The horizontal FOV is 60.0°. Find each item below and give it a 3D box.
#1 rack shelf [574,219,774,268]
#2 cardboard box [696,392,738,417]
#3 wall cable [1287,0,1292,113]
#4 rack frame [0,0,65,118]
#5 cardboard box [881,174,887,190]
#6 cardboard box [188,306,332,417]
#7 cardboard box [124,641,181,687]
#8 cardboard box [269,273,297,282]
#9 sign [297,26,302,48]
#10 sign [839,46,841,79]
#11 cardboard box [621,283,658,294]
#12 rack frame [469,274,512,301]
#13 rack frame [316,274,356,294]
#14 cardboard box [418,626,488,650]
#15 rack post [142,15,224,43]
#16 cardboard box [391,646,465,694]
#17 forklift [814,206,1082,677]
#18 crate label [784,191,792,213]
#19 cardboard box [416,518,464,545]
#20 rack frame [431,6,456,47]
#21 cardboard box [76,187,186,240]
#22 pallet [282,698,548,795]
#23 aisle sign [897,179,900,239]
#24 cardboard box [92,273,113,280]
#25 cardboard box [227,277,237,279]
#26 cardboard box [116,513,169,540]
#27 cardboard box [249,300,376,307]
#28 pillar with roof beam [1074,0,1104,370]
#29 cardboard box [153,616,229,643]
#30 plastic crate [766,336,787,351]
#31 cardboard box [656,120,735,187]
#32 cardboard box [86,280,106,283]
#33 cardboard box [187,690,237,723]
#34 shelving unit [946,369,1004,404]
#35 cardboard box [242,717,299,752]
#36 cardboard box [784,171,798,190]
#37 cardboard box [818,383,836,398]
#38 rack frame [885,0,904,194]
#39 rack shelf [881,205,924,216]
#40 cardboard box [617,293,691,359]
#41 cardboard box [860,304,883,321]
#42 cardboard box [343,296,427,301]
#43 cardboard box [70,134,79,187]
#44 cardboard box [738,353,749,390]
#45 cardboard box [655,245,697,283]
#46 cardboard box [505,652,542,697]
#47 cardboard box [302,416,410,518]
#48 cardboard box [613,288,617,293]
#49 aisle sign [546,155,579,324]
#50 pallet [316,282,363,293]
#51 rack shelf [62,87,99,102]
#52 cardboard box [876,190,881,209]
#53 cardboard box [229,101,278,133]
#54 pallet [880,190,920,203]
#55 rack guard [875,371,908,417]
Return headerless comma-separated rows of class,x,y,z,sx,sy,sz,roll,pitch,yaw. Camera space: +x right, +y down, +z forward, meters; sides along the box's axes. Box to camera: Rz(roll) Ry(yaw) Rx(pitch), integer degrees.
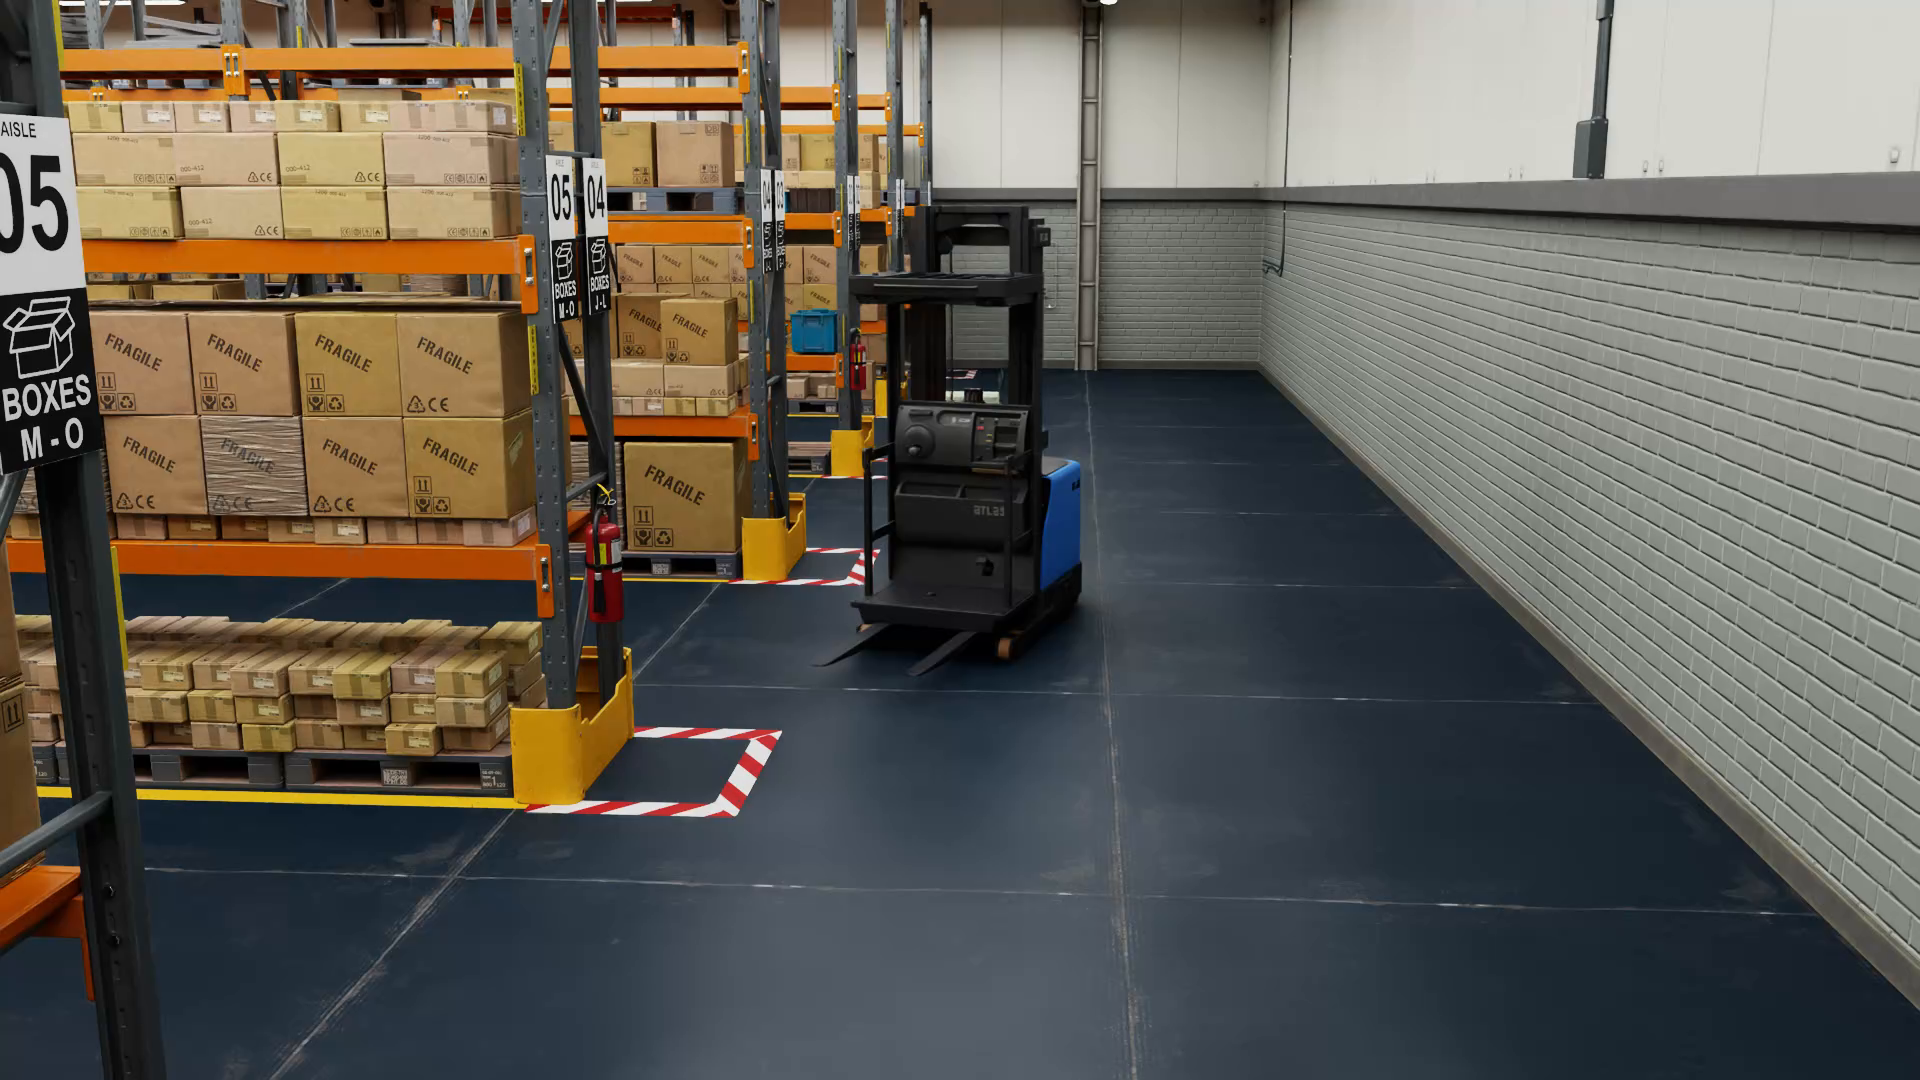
rack shelf,-3.546,-2.407,13.380,4.000,0.370,1.077,1,12,4
cardboard box,-1.927,-1.078,13.210,0.250,0.149,0.380,1,12,5
wall cable,4.882,-7.485,23.820,0.112,2.526,3.097,1,12,4
rack frame,-2.212,-2.175,3.190,0.127,3.000,1.000,1,12,4
cardboard box,-1.306,-5.904,27.439,0.500,0.250,0.500,1,12,5
cardboard box,-3.481,-0.903,8.347,0.500,0.500,0.500,1,12,7
cardboard box,-4.329,0.655,8.797,0.250,0.149,0.380,0,12,1
cardboard box,-11.468,-4.705,28.614,0.500,0.500,0.700,2,12,10
sign,-8.900,-6.754,22.412,0.005,0.325,0.100,1,12,4
sign,-1.240,-4.941,17.200,0.005,0.325,0.100,1,12,4
cardboard box,-4.385,-3.328,23.109,0.500,0.500,0.500,1,12,5
rack frame,-5.210,-2.330,18.581,0.127,3.000,1.000,1,12,4
rack frame,-8.867,-3.397,23.680,0.127,3.000,1.000,1,12,4
cardboard box,-2.766,0.591,9.099,0.250,0.149,0.380,1,12,5
rack post,-8.417,-5.583,18.220,0.986,0.289,0.624,1,12,4
cardboard box,-2.774,0.676,8.692,0.250,0.149,0.380,1,12,5
forklift,-0.062,-0.728,11.090,1.130,2.935,3.031,4,13,19
crate label,-2.118,-3.749,18.403,0.502,0.251,0.408,1,12,4
cardboard box,-2.572,-0.086,8.469,0.250,0.149,0.380,1,12,4
rack frame,-8.539,-7.345,27.904,0.127,3.000,1.000,1,12,4
cardboard box,-3.989,-1.617,8.212,0.500,0.250,0.500,1,12,6
pallet,-2.866,1.094,9.023,1.213,0.211,1.003,1,12,4
aisle sign,-0.837,-4.496,22.587,0.004,0.787,0.394,1,12,4
cardboard box,-14.542,-4.732,28.549,0.500,0.500,0.500,1,12,6
cardboard box,-12.985,-4.450,29.033,0.500,0.250,0.500,1,12,4
cardboard box,-4.125,-0.110,8.583,0.250,0.149,0.380,1,12,6
cardboard box,-3.434,-1.013,8.873,0.500,0.500,0.500,1,12,2
pillar with roof beam,1.907,-6.496,23.844,0.548,9.000,9.100,1,12,4
cardboard box,-4.295,0.547,9.312,0.250,0.149,0.380,0,12,2
plastic crate,-2.045,-2.150,18.217,0.243,0.136,0.396,1,12,4
cardboard box,-2.073,-3.031,13.093,0.500,0.500,0.700,0,12,0
cardboard box,-7.484,-1.882,13.746,0.637,0.503,0.797,1,12,6
cardboard box,-3.819,0.825,8.707,0.250,0.149,0.380,1,12,7
shelving unit,-0.007,-0.734,14.615,0.755,1.500,0.431,1,12,4
cardboard box,-3.549,0.978,8.703,0.250,0.149,0.380,0,12,1
cardboard box,-2.412,-4.896,22.667,0.500,0.250,0.500,1,12,4
cardboard box,-1.841,-2.097,23.311,0.250,0.166,0.380,1,12,4
rack frame,-0.884,-6.224,22.542,0.127,3.000,1.000,1,12,4
rack shelf,-2.553,-5.443,27.892,4.000,0.370,1.077,1,12,4
cardboard box,-2.510,-1.771,13.718,0.500,0.500,0.500,0,12,2
cardboard box,-1.349,-3.287,22.910,0.500,0.500,0.500,1,12,5
cardboard box,-4.590,-1.690,13.331,0.500,0.500,0.500,1,12,4
cardboard box,-4.511,-1.873,8.214,0.500,0.250,0.500,1,12,5
cardboard box,-2.011,-1.397,13.762,0.500,0.250,0.500,0,12,2
cardboard box,-3.909,-3.809,22.967,0.500,0.500,0.500,0,12,2
cardboard box,-2.488,0.733,9.148,0.250,0.149,0.380,1,12,6
cardboard box,-2.961,-0.408,8.421,0.500,0.500,0.500,1,12,3
cardboard box,-5.681,-4.191,28.040,0.250,0.149,0.380,1,12,4
aisle sign,-1.930,-1.462,8.081,0.004,0.787,0.394,1,12,4
pallet,-10.517,-4.334,28.627,1.213,0.211,1.003,1,12,4
rack shelf,-11.197,-4.801,18.474,4.000,0.370,1.077,1,12,4
cardboard box,-1.380,-4.741,23.147,0.500,0.250,0.500,1,12,4
cardboard box,-3.349,-2.055,8.111,0.250,0.149,0.380,1,12,2
pallet,-1.298,-5.732,27.735,1.213,0.211,1.003,1,12,4
rack guard,-0.960,-2.065,23.418,0.348,0.500,1.175,1,12,4
